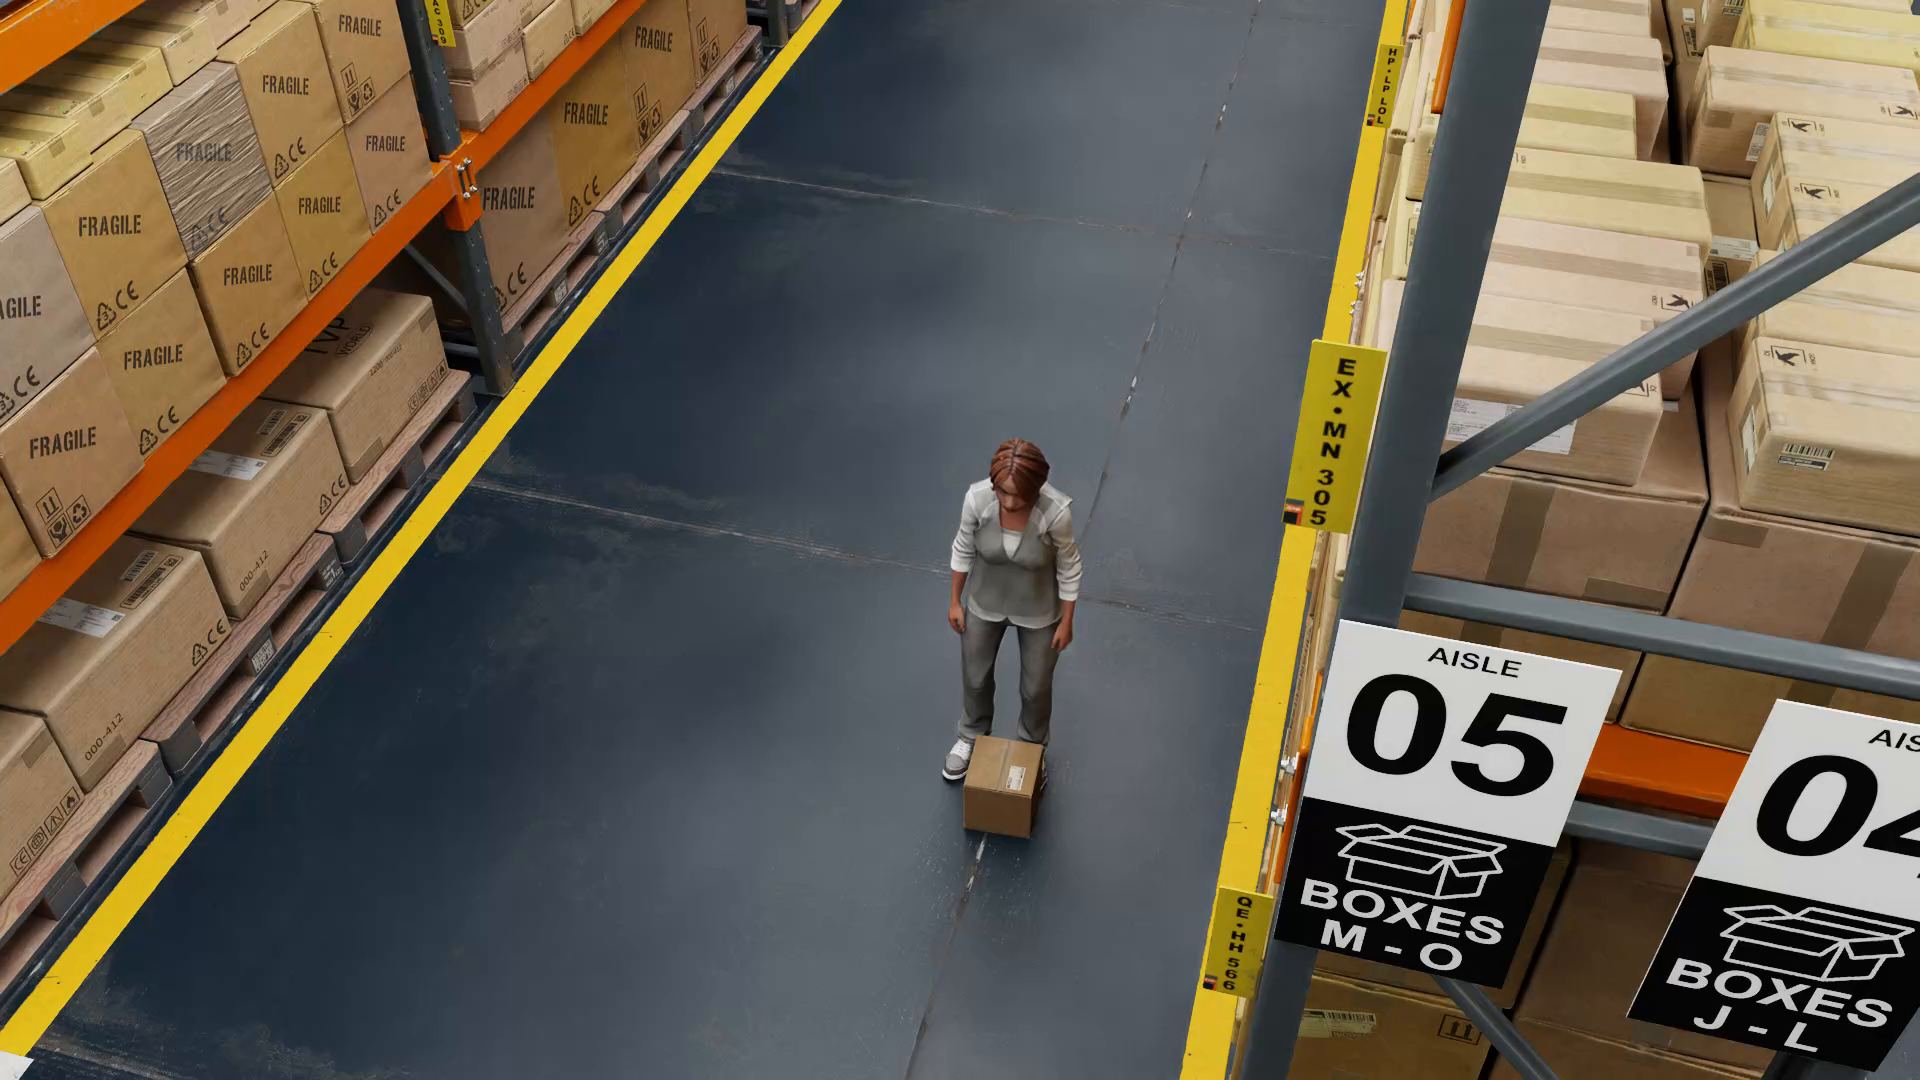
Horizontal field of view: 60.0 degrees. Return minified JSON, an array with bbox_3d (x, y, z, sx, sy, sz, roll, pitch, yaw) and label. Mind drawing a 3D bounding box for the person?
[{"bbox_3d":[0.187,0.254,5.881,0.463,1.593,0.343,10,43,11],"label":"person"}]
